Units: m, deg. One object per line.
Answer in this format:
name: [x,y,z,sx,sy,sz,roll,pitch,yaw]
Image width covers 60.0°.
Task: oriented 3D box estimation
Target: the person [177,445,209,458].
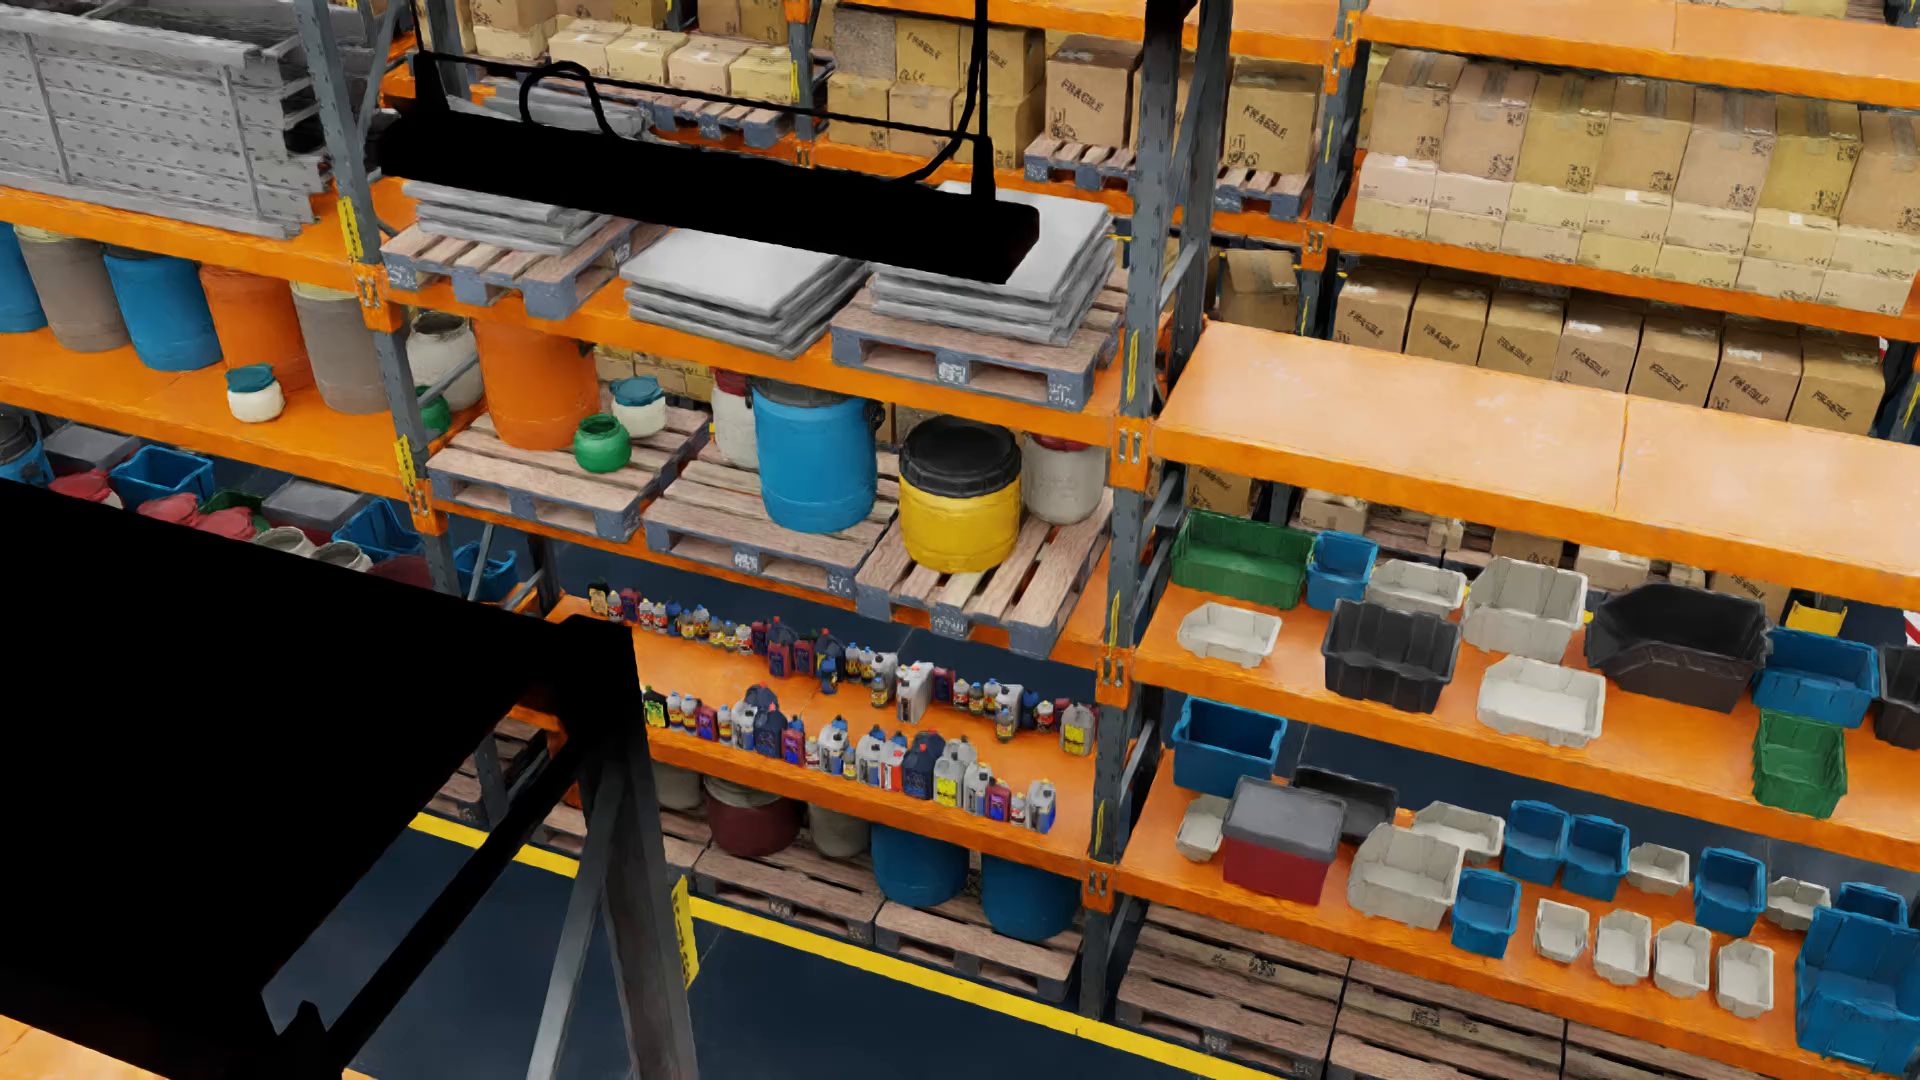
person: [-6.969,-1.424,13.855,1.013,1.686,0.571,7,37,10]
